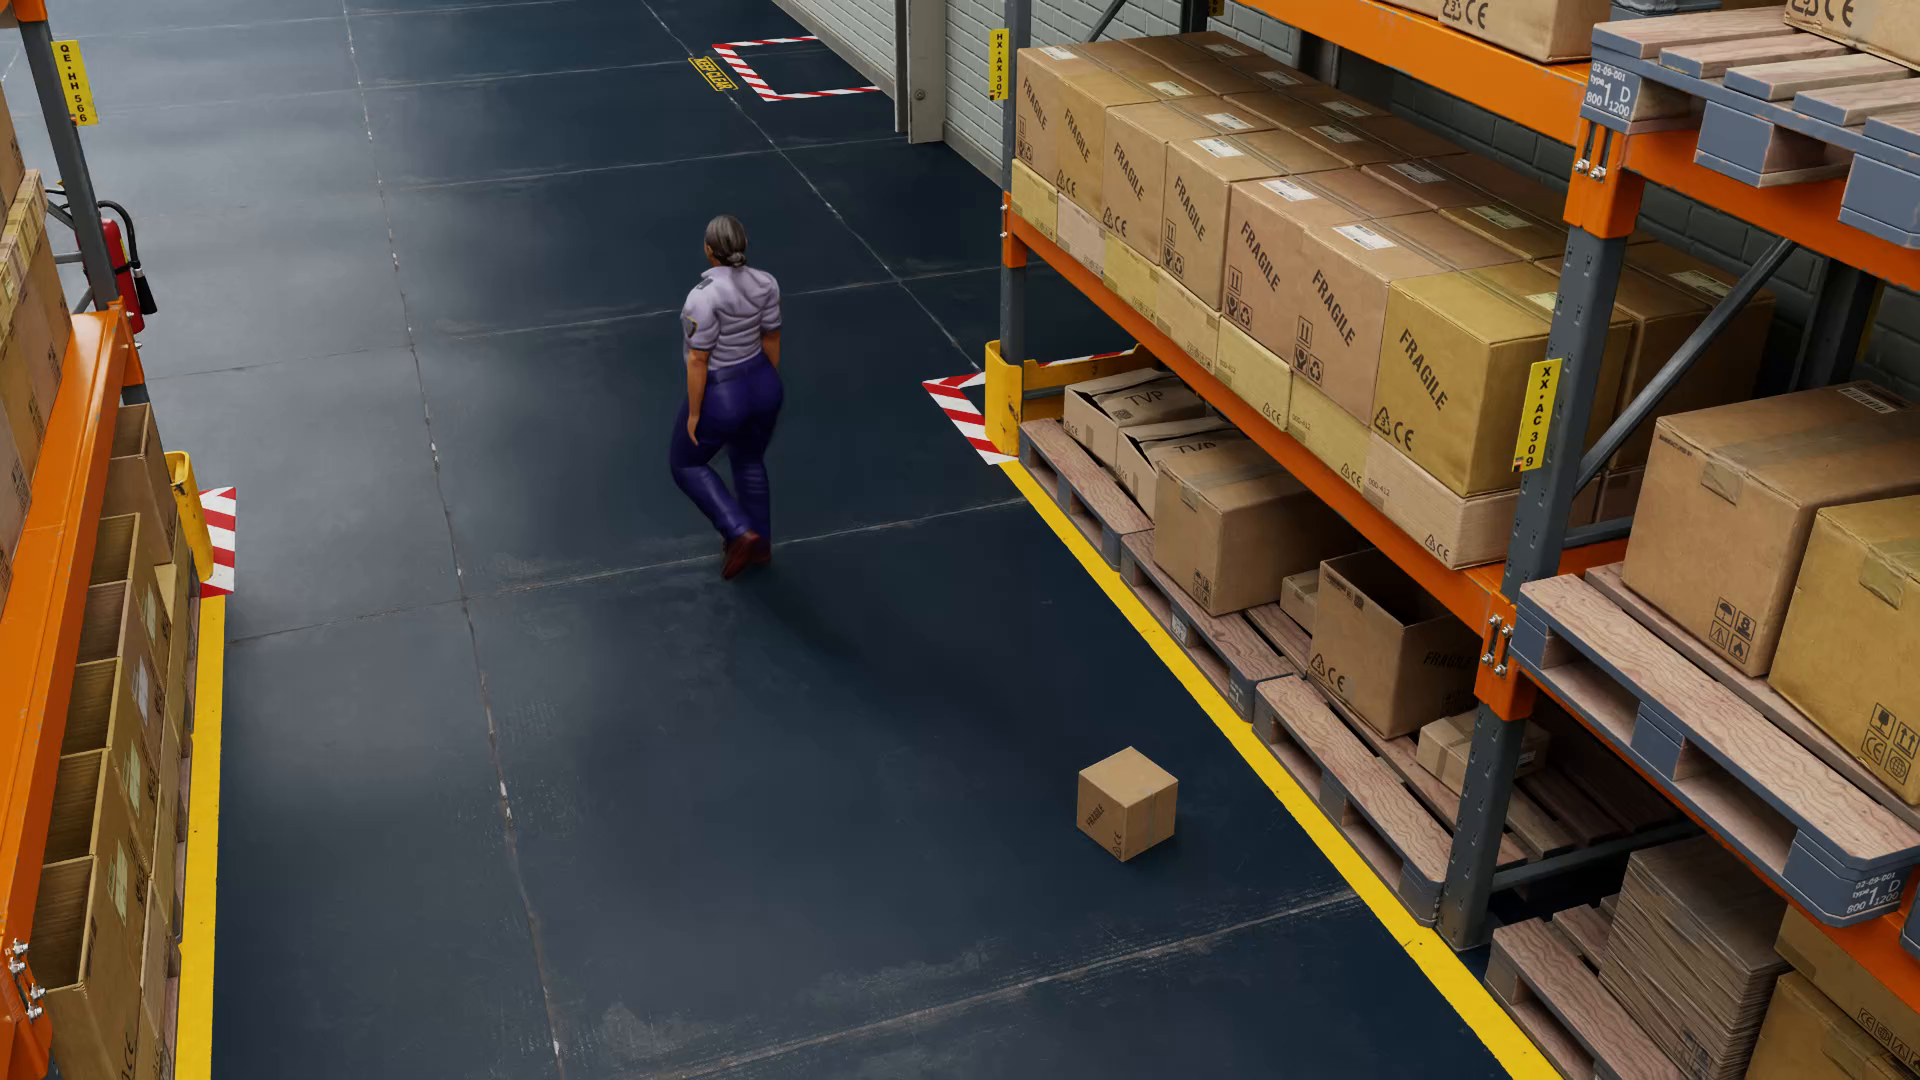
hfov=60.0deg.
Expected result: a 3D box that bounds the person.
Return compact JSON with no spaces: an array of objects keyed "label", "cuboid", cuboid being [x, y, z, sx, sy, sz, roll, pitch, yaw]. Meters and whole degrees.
[{"label":"person","cuboid":[-0.993,-0.640,7.145,0.499,1.562,0.435,-26,39,-37]}]
